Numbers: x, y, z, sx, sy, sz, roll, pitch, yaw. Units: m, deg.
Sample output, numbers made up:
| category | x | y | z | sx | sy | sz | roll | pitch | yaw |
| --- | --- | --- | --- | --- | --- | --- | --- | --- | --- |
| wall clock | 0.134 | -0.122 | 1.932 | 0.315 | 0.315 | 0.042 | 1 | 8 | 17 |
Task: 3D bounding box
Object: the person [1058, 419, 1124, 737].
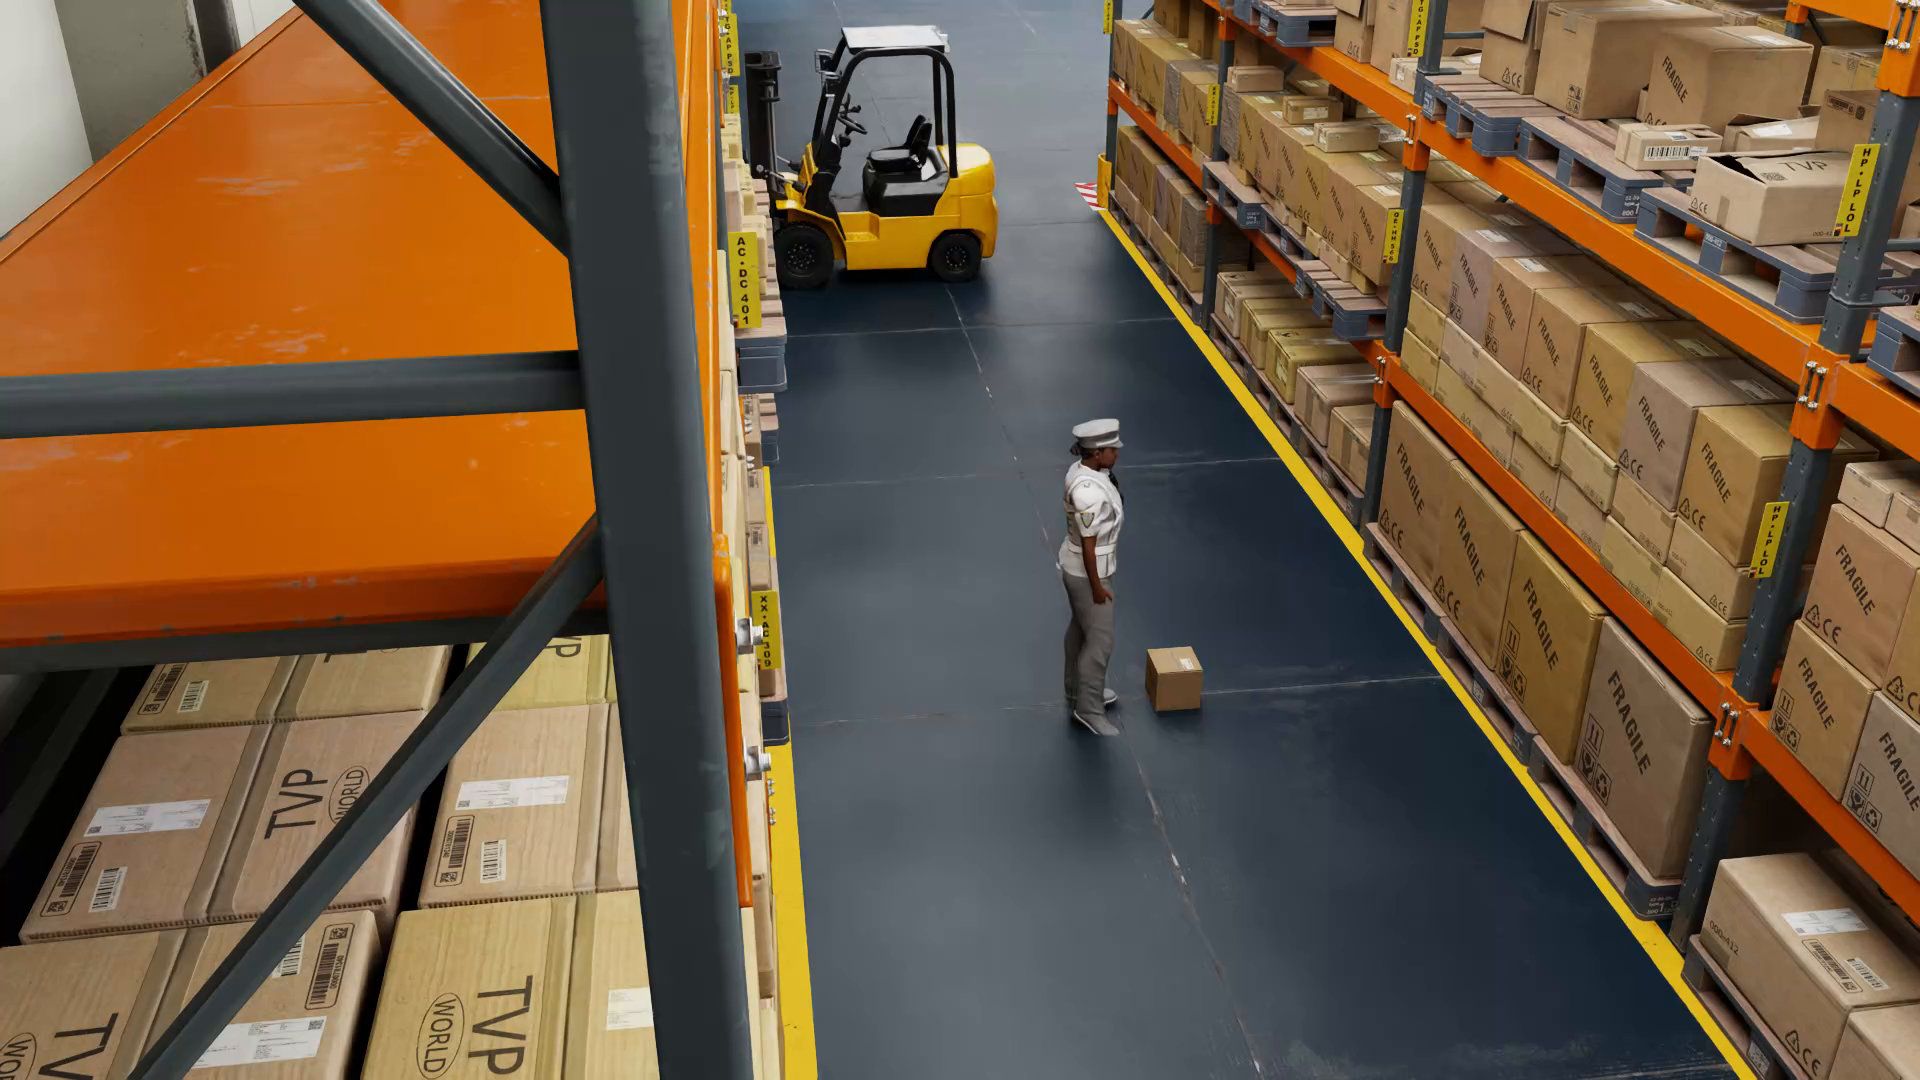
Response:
| category | x | y | z | sx | sy | sz | roll | pitch | yaw |
| --- | --- | --- | --- | --- | --- | --- | --- | --- | --- |
| person | 0.699 | 0.197 | 8.734 | 0.371 | 1.722 | 0.545 | 2 | 27 | 3 |
